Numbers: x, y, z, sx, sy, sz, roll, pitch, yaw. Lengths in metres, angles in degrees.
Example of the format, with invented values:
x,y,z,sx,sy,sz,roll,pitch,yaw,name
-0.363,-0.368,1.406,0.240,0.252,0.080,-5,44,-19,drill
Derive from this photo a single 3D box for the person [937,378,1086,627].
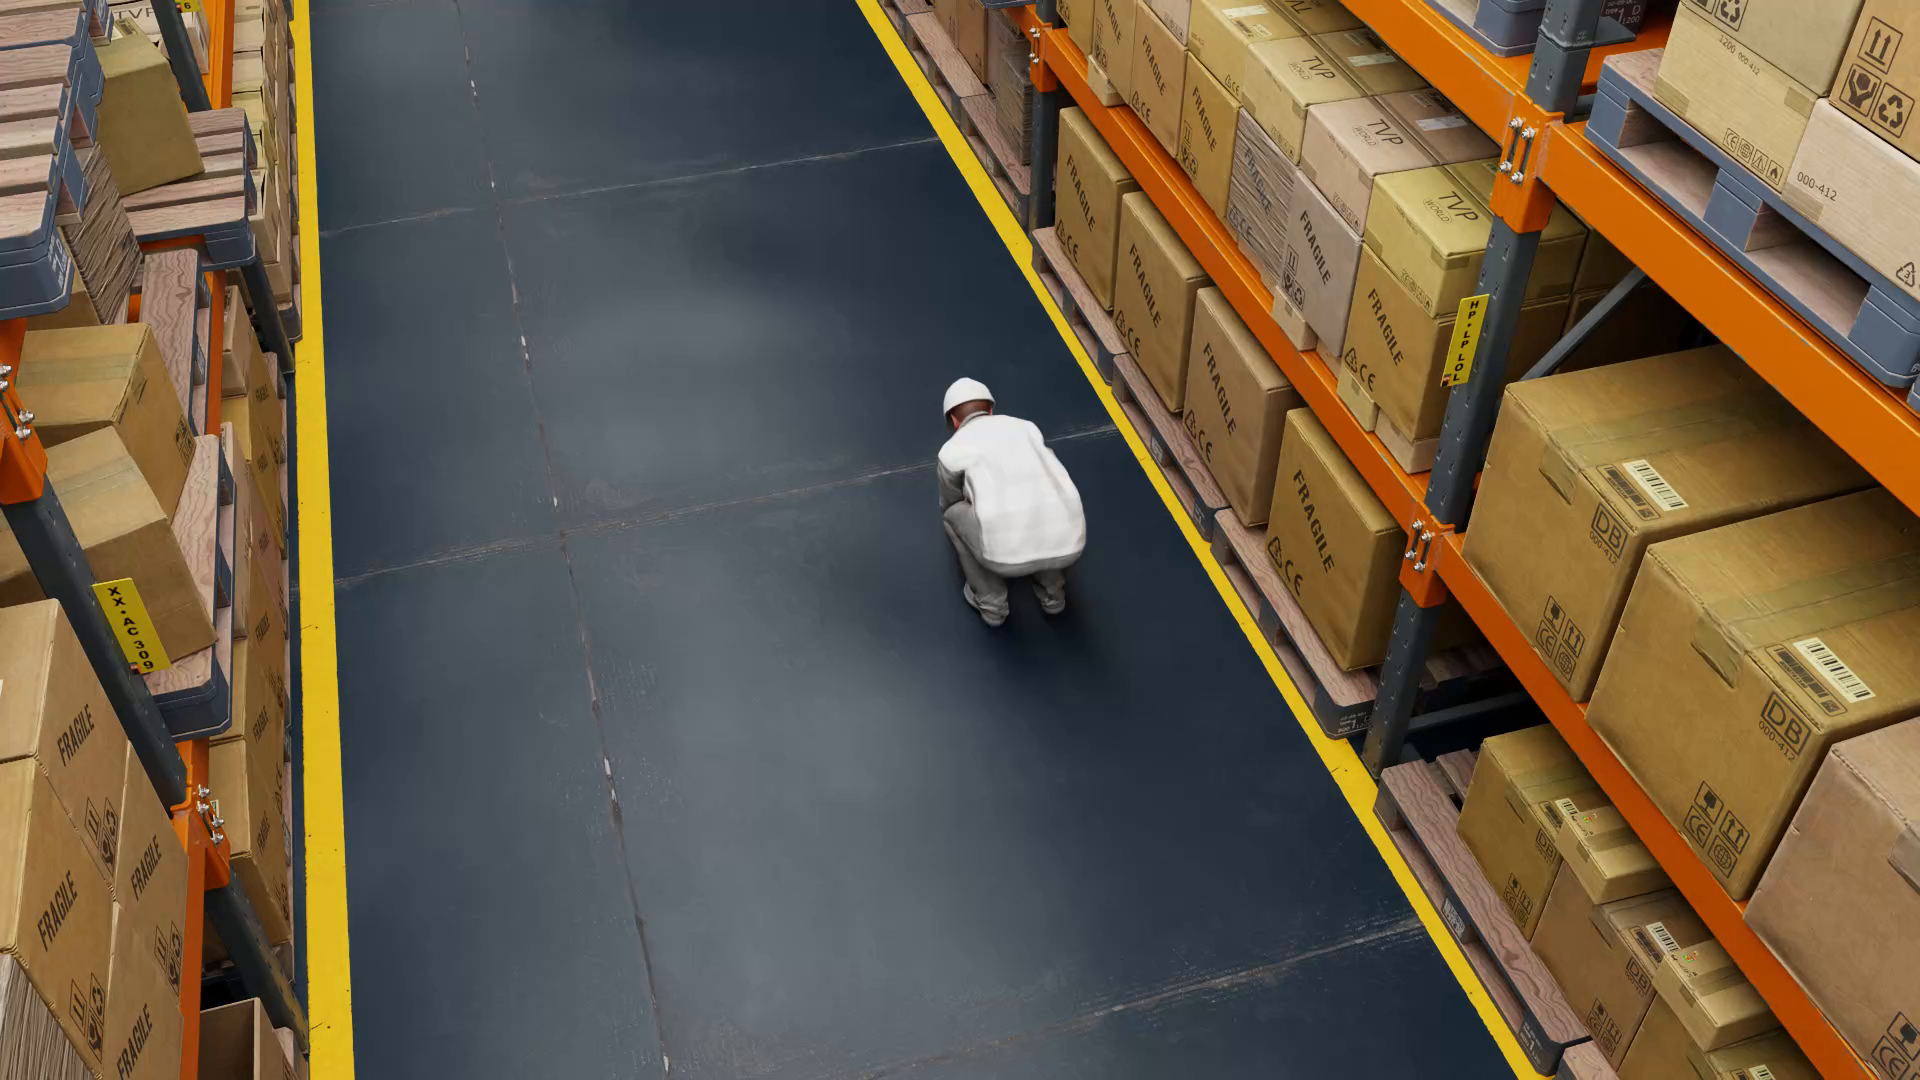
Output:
x,y,z,sx,sy,sz,roll,pitch,yaw,name
0.184,-0.133,7.069,0.512,0.797,0.981,-12,43,-13,person
